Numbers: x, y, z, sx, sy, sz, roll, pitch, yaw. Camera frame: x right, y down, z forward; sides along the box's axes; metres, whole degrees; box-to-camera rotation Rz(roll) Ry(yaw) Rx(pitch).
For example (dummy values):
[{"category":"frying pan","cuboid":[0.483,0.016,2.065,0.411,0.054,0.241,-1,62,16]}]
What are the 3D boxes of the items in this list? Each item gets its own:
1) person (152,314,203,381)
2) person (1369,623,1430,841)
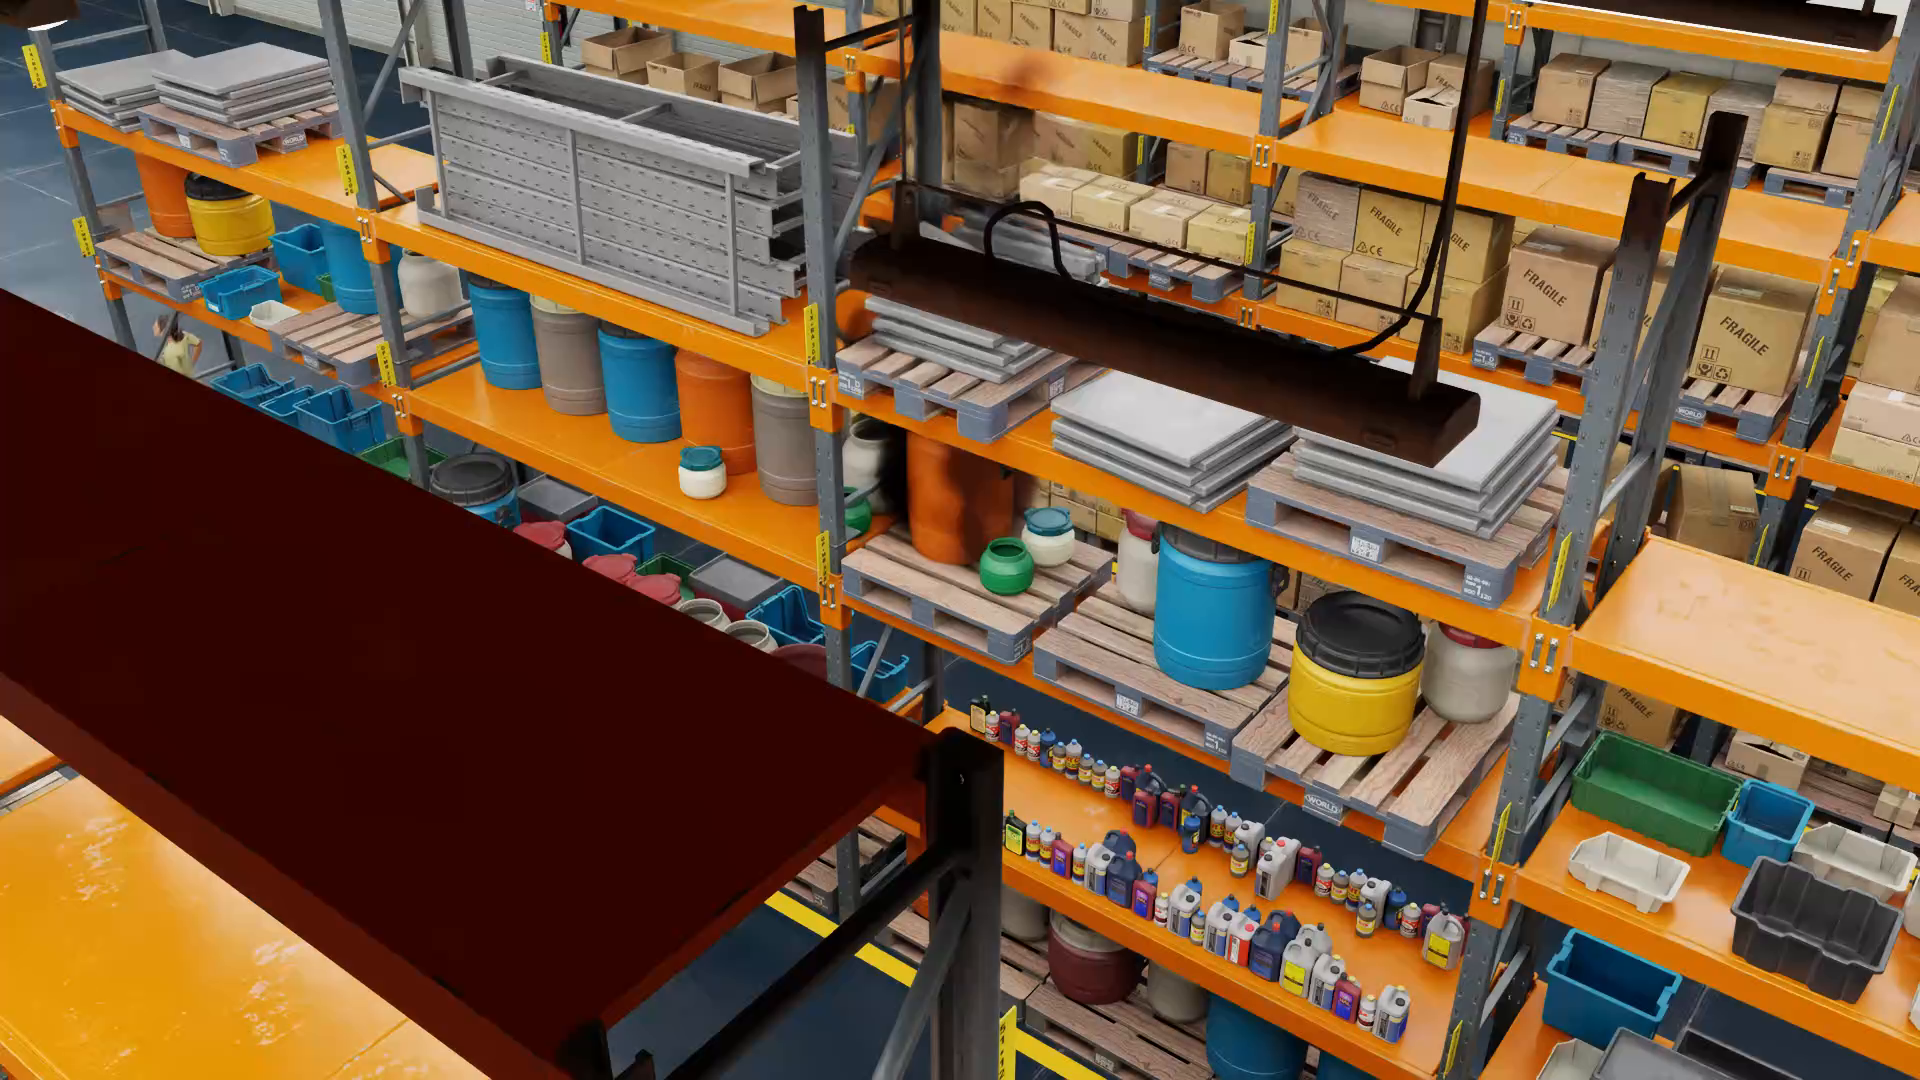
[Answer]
[{"category":"person","cuboid":[-7.554,-1.460,16.102,0.551,1.601,0.580,-7,32,-12]},{"category":"person","cuboid":[2.986,1.303,11.470,0.675,1.769,0.641,18,36,26]}]
